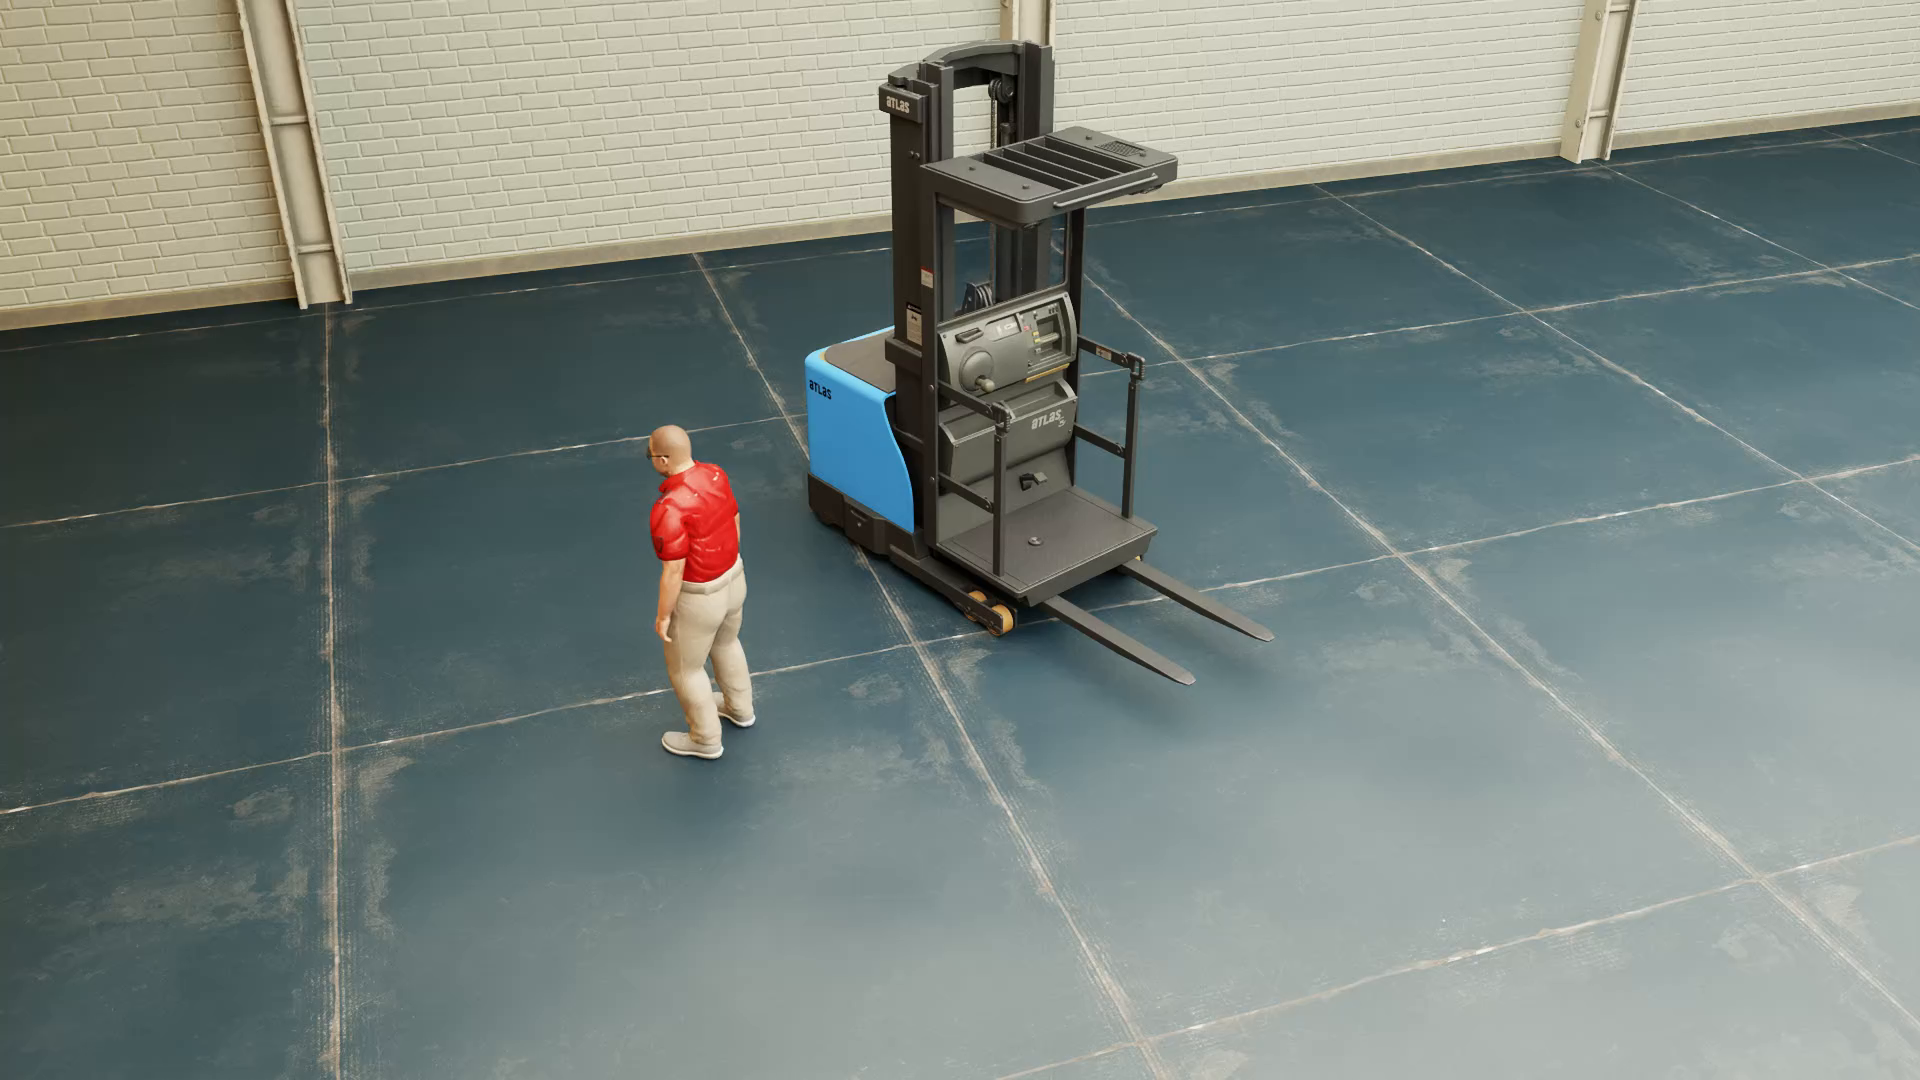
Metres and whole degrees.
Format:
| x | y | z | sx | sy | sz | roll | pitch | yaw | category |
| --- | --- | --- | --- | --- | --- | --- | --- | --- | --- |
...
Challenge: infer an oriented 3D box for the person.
| x | y | z | sx | sy | sz | roll | pitch | yaw | category |
| --- | --- | --- | --- | --- | --- | --- | --- | --- | --- |
| -1.238 | 0.241 | 7.874 | 0.392 | 1.726 | 0.609 | 14 | 33 | 23 | person |

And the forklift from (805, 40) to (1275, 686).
| x | y | z | sx | sy | sz | roll | pitch | yaw | category |
| --- | --- | --- | --- | --- | --- | --- | --- | --- | --- |
| 0.409 | -1.033 | 8.882 | 1.130 | 2.935 | 3.031 | -23 | 37 | -34 | forklift |
